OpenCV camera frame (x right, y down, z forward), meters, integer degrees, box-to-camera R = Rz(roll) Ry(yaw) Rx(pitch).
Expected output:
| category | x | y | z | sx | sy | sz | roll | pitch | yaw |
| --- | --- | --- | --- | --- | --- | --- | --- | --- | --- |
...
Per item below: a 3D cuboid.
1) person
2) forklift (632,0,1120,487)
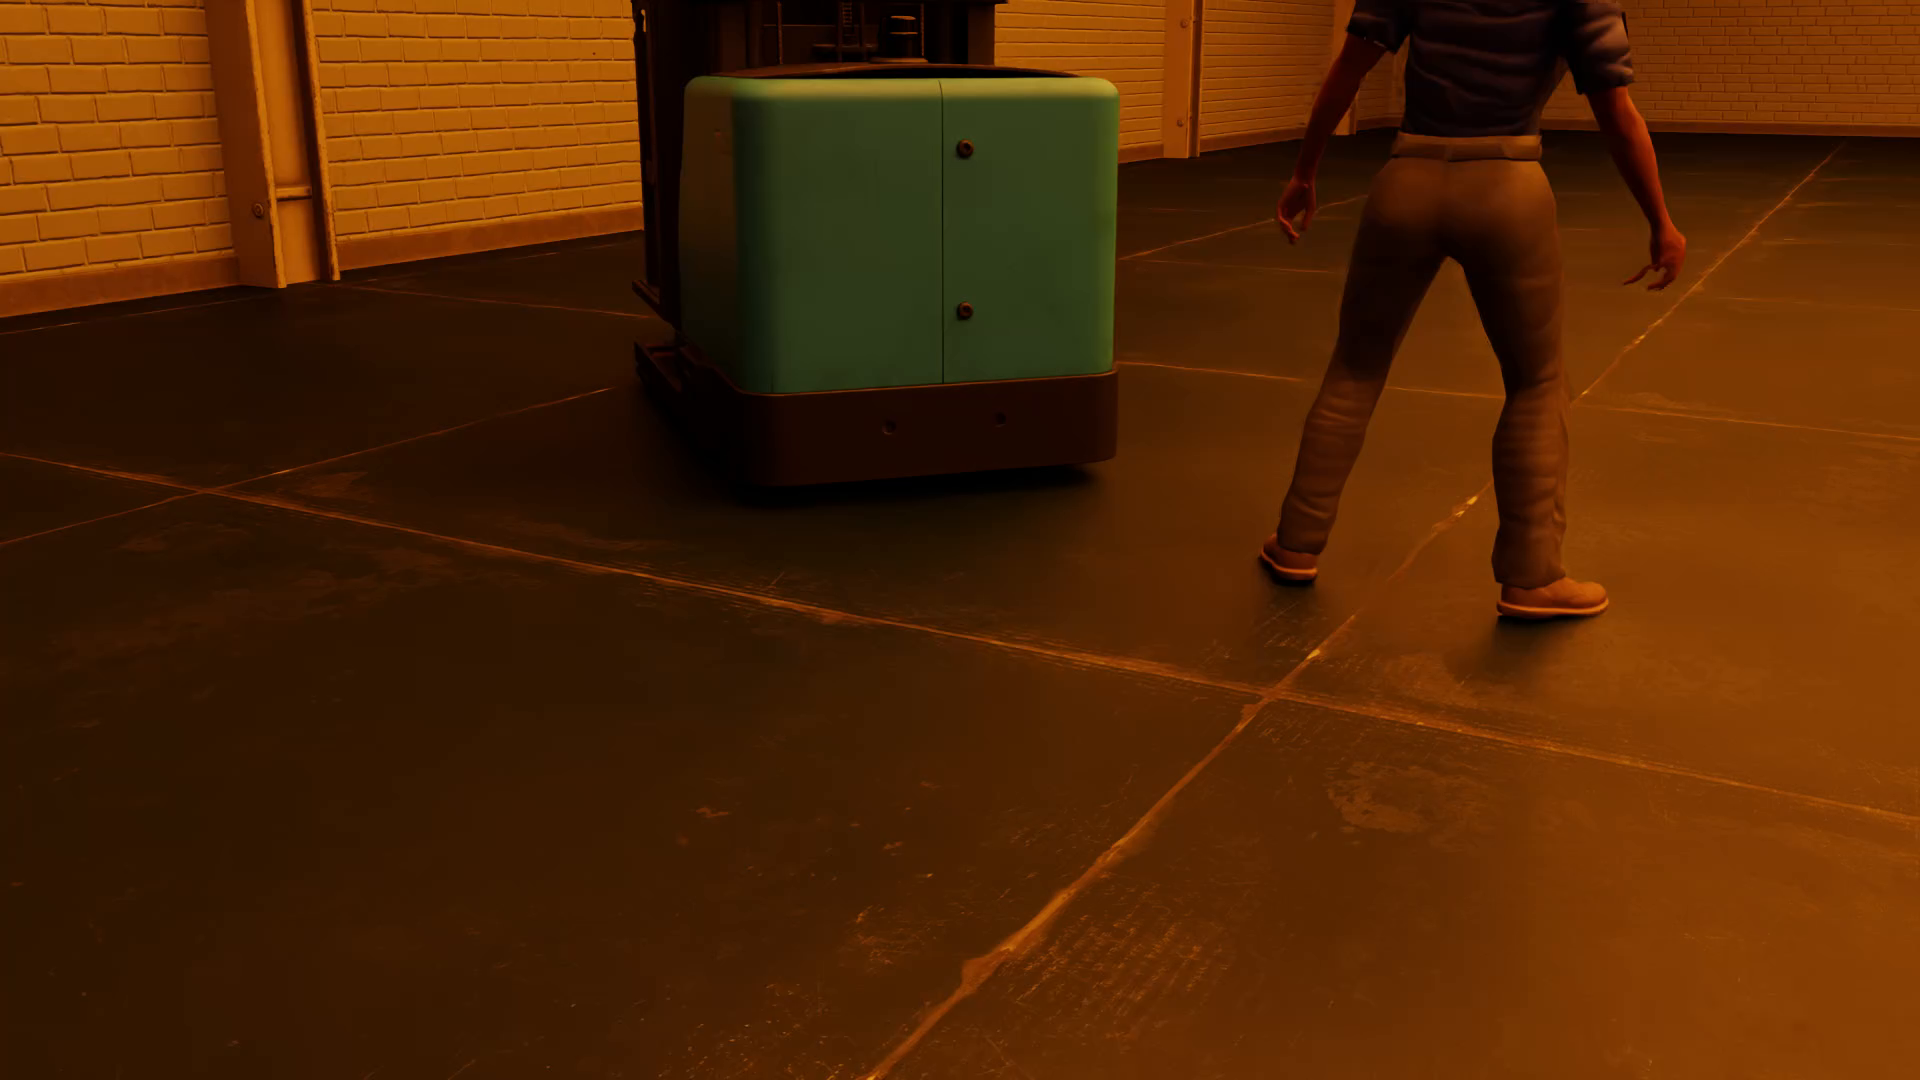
| category | x | y | z | sx | sy | sz | roll | pitch | yaw |
| --- | --- | --- | --- | --- | --- | --- | --- | --- | --- |
| person | 1.049 | -0.658 | 3.459 | 0.838 | 1.609 | 0.345 | 10 | 19 | 32 |
| forklift | -0.511 | -1.915 | 5.357 | 1.130 | 2.935 | 3.031 | -5 | 17 | -17 |
